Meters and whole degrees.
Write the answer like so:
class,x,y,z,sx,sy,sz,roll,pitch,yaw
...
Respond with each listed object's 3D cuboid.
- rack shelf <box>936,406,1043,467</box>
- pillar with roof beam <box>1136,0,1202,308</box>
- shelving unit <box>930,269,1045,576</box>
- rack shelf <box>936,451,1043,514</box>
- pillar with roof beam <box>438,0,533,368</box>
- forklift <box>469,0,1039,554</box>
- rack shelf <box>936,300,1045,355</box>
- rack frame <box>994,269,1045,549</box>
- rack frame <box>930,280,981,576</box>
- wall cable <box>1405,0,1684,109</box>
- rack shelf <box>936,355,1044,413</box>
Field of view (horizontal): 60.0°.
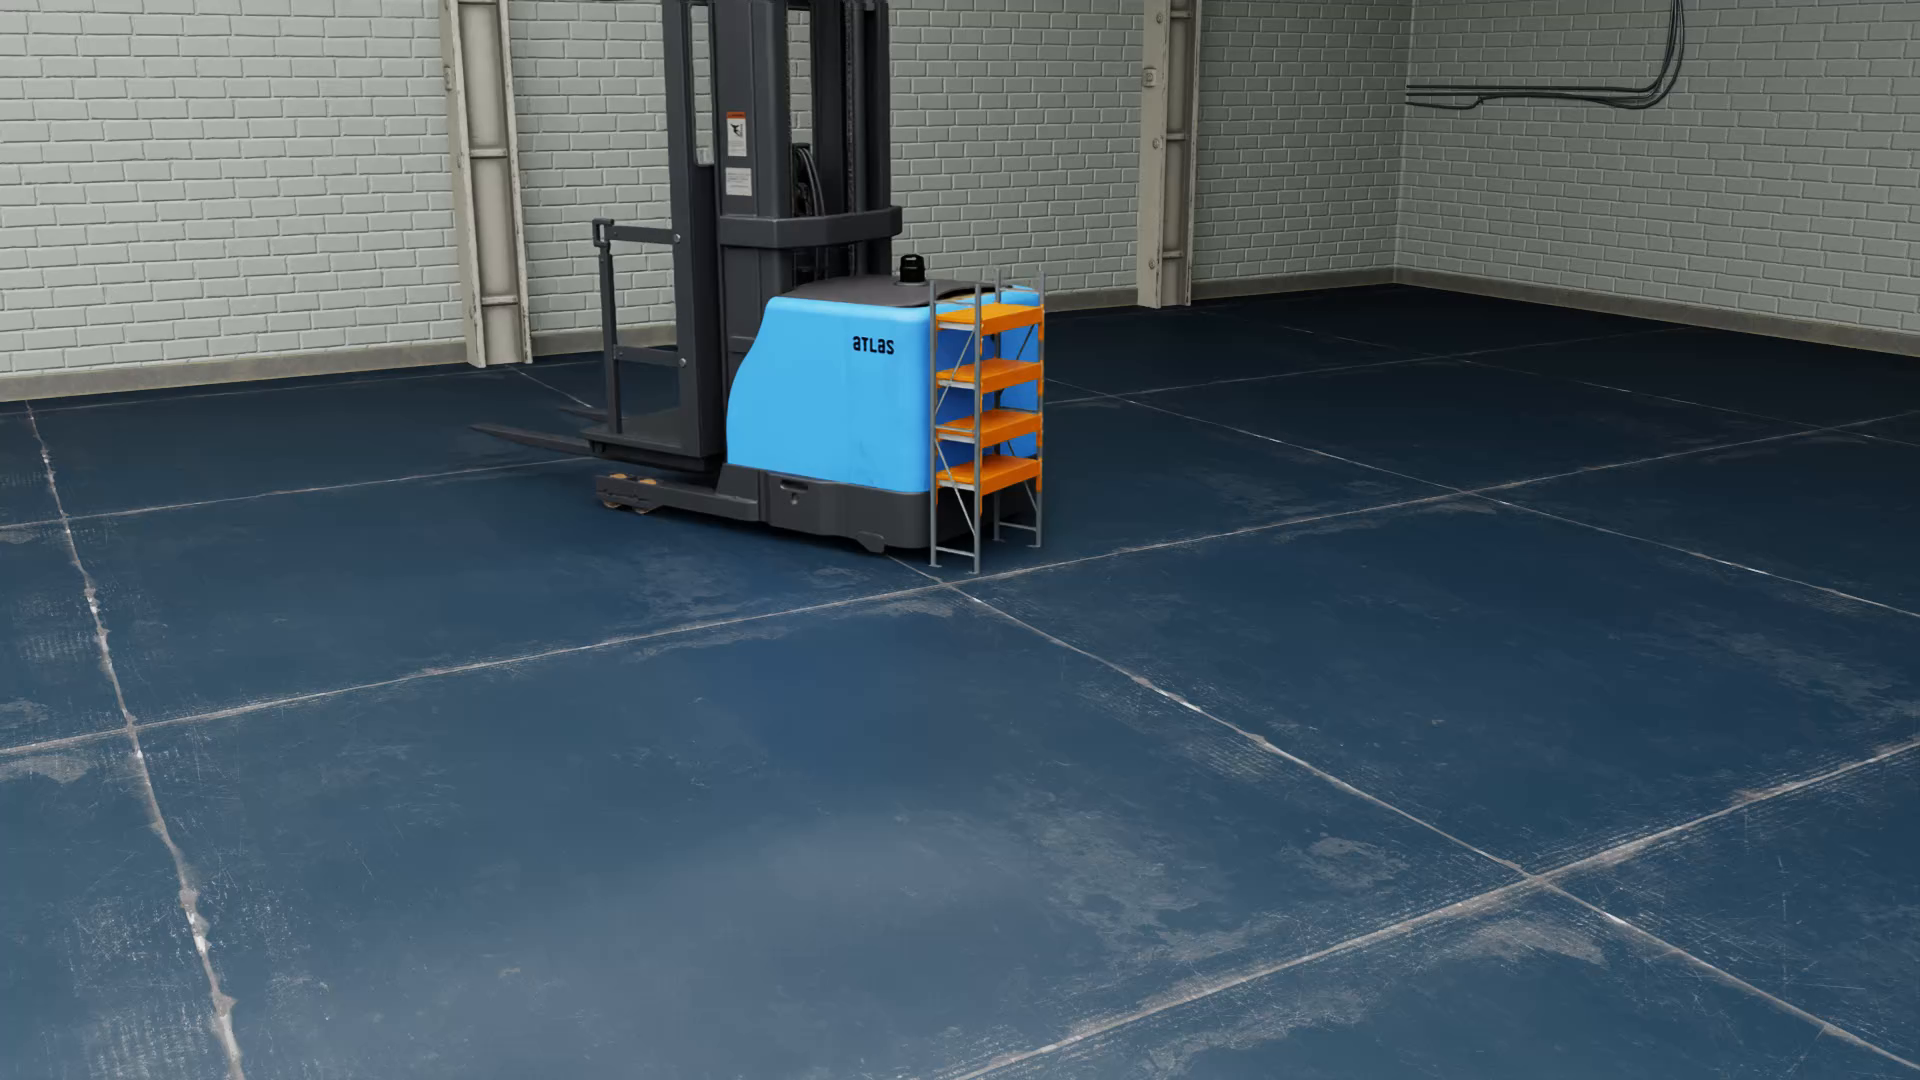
class,x,y,z,sx,sy,sz,roll,pitch,yaw
rack shelf,0.117,-0.439,7.003,0.258,0.148,0.480,10,19,33
pillar with roof beam,4.045,-5.453,10.189,0.400,9.000,9.100,-9,18,-30
shelving unit,0.117,-0.504,6.985,0.258,1.200,0.503,10,19,33
rack shelf,0.117,-0.248,7.057,0.258,0.148,0.480,10,19,33
pillar with roof beam,-1.098,-4.619,7.214,0.400,9.000,9.100,-9,18,-30
forklift,-1.135,-1.639,7.828,3.031,2.935,1.130,10,19,33
rack shelf,0.117,-0.882,6.878,0.258,0.148,0.480,10,19,33
rack frame,0.254,-0.559,7.179,0.240,1.200,0.015,10,19,33
rack frame,-0.020,-0.450,6.790,0.240,1.200,0.015,10,19,33
wall cable,5.035,-5.057,14.531,0.112,2.526,3.097,-9,18,-30
rack shelf,0.117,-0.655,6.942,0.258,0.148,0.480,10,19,33
